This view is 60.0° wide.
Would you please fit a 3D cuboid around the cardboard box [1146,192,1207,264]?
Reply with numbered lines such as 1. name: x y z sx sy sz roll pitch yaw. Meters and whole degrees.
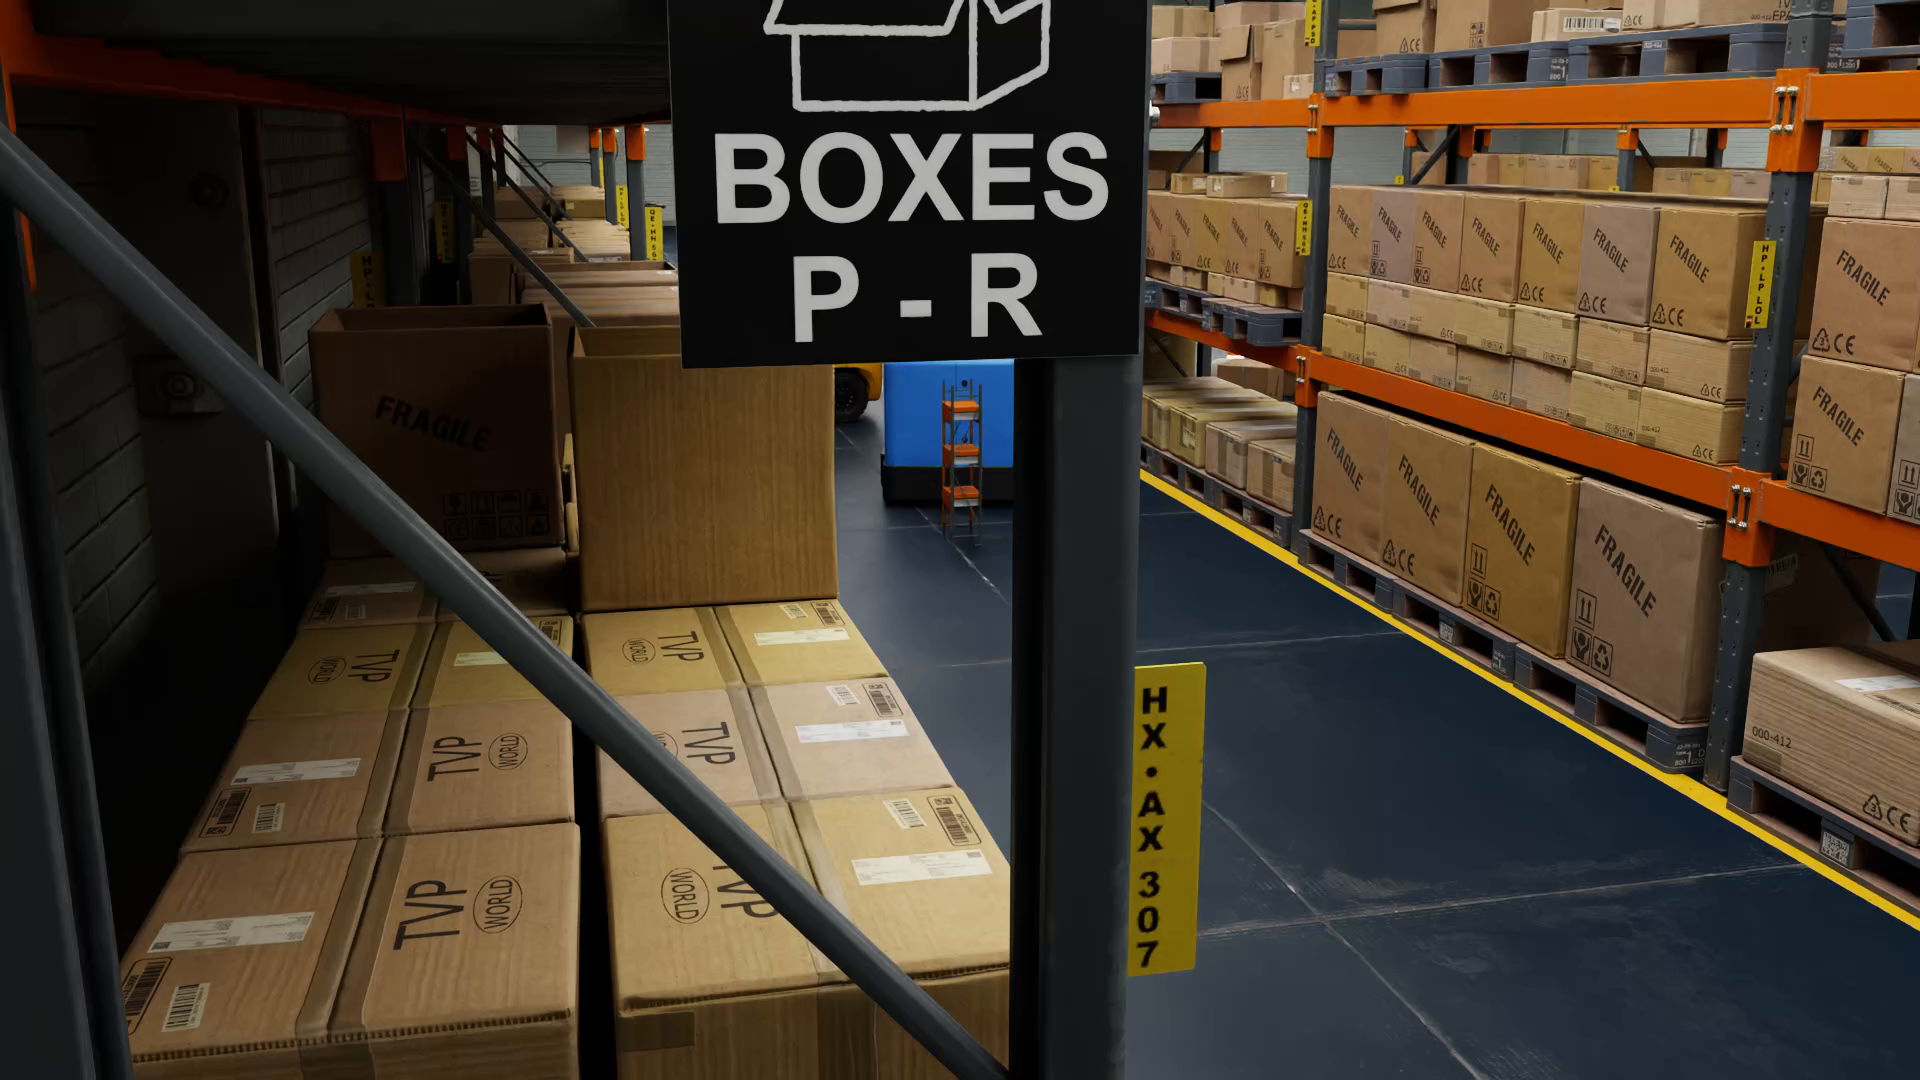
1. cardboard box: 1.720 -2.358 12.537 0.500 0.500 0.500 -3 14 -14

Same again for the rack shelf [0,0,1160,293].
1. rack shelf: -0.808 -0.839 3.236 1.077 0.370 4.000 -3 14 -13

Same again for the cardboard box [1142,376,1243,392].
1. cardboard box: 1.793 -1.122 13.852 0.950 0.372 0.625 -3 14 -12

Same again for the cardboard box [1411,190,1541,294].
1. cardboard box: 2.718 -1.566 8.698 0.500 0.500 0.500 -3 14 -12

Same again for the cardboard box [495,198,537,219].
1. cardboard box: -3.525 -2.603 13.057 0.380 0.149 0.250 -3 14 -13

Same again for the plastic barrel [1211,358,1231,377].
1. plastic barrel: 2.685 -1.595 16.563 0.512 0.421 0.421 7 15 26

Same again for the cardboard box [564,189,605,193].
1. cardboard box: -3.409 -3.109 15.129 0.380 0.149 0.250 -3 14 -12

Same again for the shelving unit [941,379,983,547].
1. shelving unit: 0.013 -0.498 10.752 0.215 1.050 0.252 -3 14 -13

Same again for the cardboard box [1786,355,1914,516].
1. cardboard box: 3.402 -0.396 6.016 0.500 0.500 0.500 -3 14 -11

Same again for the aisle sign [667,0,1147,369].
1. aisle sign: -0.036 -0.533 1.312 0.394 0.787 0.004 -3 14 -13

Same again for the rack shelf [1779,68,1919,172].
1. rack shelf: 4.016 -1.116 4.372 1.077 0.370 4.000 -3 14 -13

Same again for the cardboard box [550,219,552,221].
1. cardboard box: -4.105 -2.761 15.696 0.500 0.500 0.500 -3 14 -11

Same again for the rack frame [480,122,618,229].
1. rack frame: -3.156 -2.038 12.949 1.000 3.000 0.127 -3 14 -13

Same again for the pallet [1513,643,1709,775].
1. pallet: 3.292 0.711 7.573 1.003 0.211 1.213 -3 14 -13

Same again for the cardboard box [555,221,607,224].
1. cardboard box: -2.860 -2.335 12.588 0.380 0.149 0.250 -3 14 -11

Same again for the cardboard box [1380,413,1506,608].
1. cardboard box: 2.894 -0.195 8.996 0.875 0.875 0.875 -3 14 -13

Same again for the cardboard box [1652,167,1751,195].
1. cardboard box: 6.578 -3.035 14.712 0.700 0.500 0.500 -4 14 -14

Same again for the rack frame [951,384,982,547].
1. rack frame: 0.041 -0.470 10.637 0.200 1.050 0.008 -3 14 -13

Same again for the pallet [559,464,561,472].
1. pallet: -1.359 -0.290 6.197 1.003 0.211 1.213 -3 14 -13

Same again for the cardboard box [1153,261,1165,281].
1. cardboard box: 1.701 -2.072 12.731 0.380 0.149 0.250 -3 14 -12

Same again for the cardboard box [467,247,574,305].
1. cardboard box: -2.248 -1.240 8.589 0.500 0.500 0.500 -3 14 -11

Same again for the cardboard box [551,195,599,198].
1. cardboard box: -3.160 -2.750 13.658 0.380 0.149 0.250 -4 14 -14

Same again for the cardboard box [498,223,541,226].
1. cardboard box: -3.270 -2.244 12.214 0.380 0.149 0.250 -4 14 -15

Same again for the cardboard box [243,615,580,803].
1. cardboard box: -0.936 0.334 2.930 0.500 0.250 0.500 -3 14 -11

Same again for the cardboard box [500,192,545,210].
1. cardboard box: -3.823 -2.960 14.520 0.380 0.149 0.250 -3 14 -12

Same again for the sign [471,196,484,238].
1. sign: -3.695 -2.466 12.709 0.100 0.325 0.005 -3 14 -13

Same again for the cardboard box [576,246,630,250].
1. cardboard box: -2.069 -1.630 9.703 0.380 0.149 0.250 -3 14 -12

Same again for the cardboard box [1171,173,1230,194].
1. cardboard box: 1.790 -2.655 12.384 0.380 0.149 0.250 -2 14 -10

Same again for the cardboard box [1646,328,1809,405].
1. cardboard box: 3.207 -0.728 6.850 0.500 0.250 0.500 -3 14 -13

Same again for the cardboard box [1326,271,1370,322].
1. cardboard box: 2.486 -1.432 9.731 0.500 0.250 0.500 -3 14 -14

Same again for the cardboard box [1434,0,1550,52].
1. cardboard box: 3.024 -2.885 8.999 0.700 0.500 0.500 -4 14 -16

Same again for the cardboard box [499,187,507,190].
1. cardboard box: -4.223 -3.315 15.971 0.380 0.149 0.250 -3 14 -11

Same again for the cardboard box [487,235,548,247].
1. cardboard box: -2.869 -1.896 10.789 0.380 0.149 0.250 -3 14 -12

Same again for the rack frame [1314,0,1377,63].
1. rack frame: 2.607 -4.307 9.596 1.000 3.000 0.127 -3 14 -13

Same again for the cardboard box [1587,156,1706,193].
1. cardboard box: 6.402 -3.299 15.520 0.875 0.550 0.550 -3 14 -13

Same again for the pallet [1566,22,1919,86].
1. pallet: 3.283 -2.043 7.052 0.805 0.209 1.217 -4 14 -15

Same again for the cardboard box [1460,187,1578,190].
1. cardboard box: 3.111 -1.705 9.266 0.500 0.500 0.500 -3 14 -12

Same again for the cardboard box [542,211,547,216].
1. cardboard box: -3.694 -2.699 14.077 0.380 0.149 0.250 -3 14 -11

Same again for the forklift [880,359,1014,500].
1. forklift: -0.004 -1.995 12.916 1.130 2.935 3.031 0 14 1

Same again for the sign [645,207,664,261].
1. sign: -1.692 -1.672 9.177 0.100 0.325 0.005 -3 14 -13

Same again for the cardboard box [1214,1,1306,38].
1. cardboard box: 2.189 -3.786 12.161 0.500 0.250 0.500 -3 14 -12

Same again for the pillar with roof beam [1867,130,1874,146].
1. pillar with roof beam: 17.399 -11.333 38.352 9.100 9.000 0.400 -3 14 -13

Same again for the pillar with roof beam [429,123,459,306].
1. pillar with roof beam: -0.624 -5.904 16.133 9.100 9.000 0.400 -3 14 -13

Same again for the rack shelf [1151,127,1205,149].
1. rack shelf: 1.198 -3.885 15.703 1.077 0.370 4.000 -3 14 -13

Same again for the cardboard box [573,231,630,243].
1. cardboard box: -2.394 -1.985 11.156 0.380 0.149 0.250 -4 14 -15

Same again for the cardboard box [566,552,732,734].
1. cardboard box: -0.564 0.189 3.522 0.500 0.250 0.500 -4 14 -15

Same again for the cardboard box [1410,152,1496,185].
1. cardboard box: 5.566 -4.047 18.582 0.875 0.550 0.550 -3 14 -13

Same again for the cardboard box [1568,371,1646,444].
1. cardboard box: 3.078 -0.604 7.396 0.500 0.250 0.500 -3 14 -14

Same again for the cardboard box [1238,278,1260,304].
1. cardboard box: 2.065 -1.651 11.008 0.380 0.149 0.250 -3 14 -14
